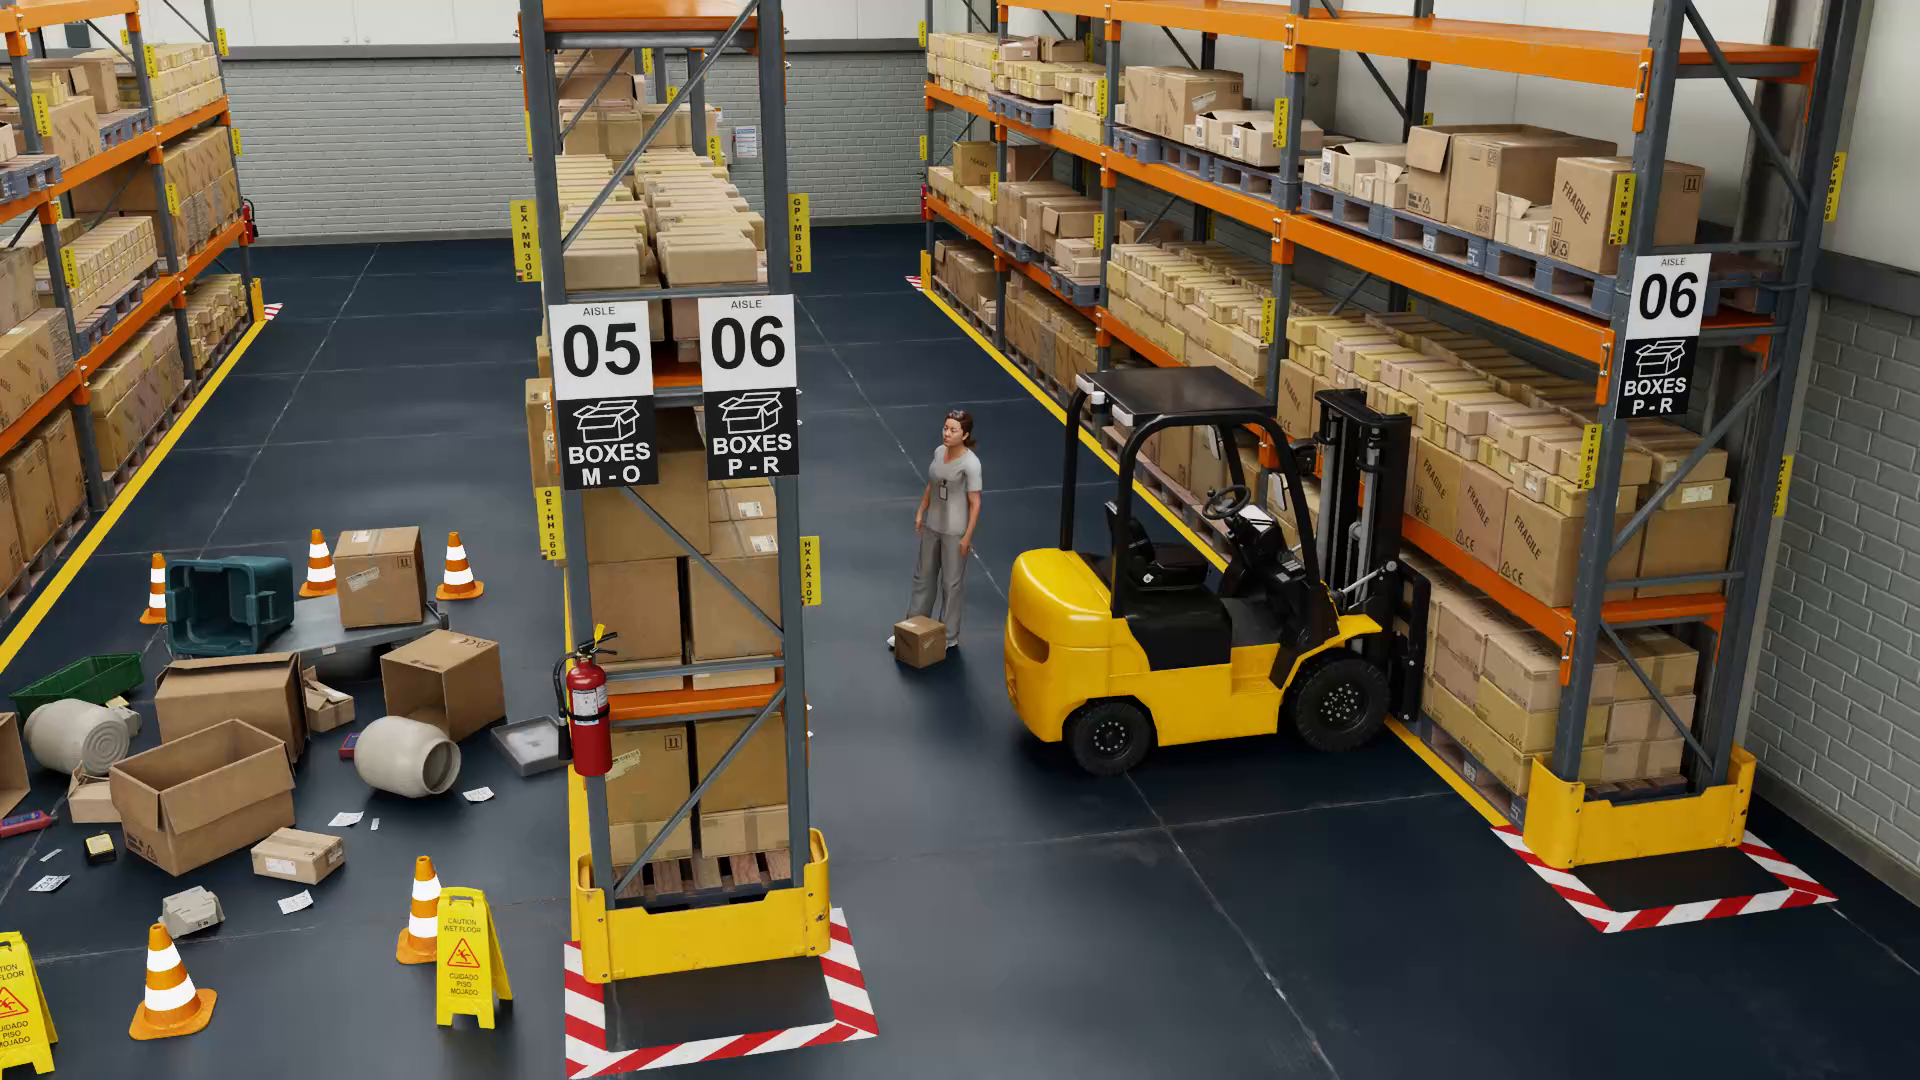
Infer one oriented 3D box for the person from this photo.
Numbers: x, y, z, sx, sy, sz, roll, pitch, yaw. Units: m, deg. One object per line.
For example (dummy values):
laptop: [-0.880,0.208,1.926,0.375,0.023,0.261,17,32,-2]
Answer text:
person: [-0.135,-0.049,11.184,0.550,1.677,0.550,-17,26,-39]
